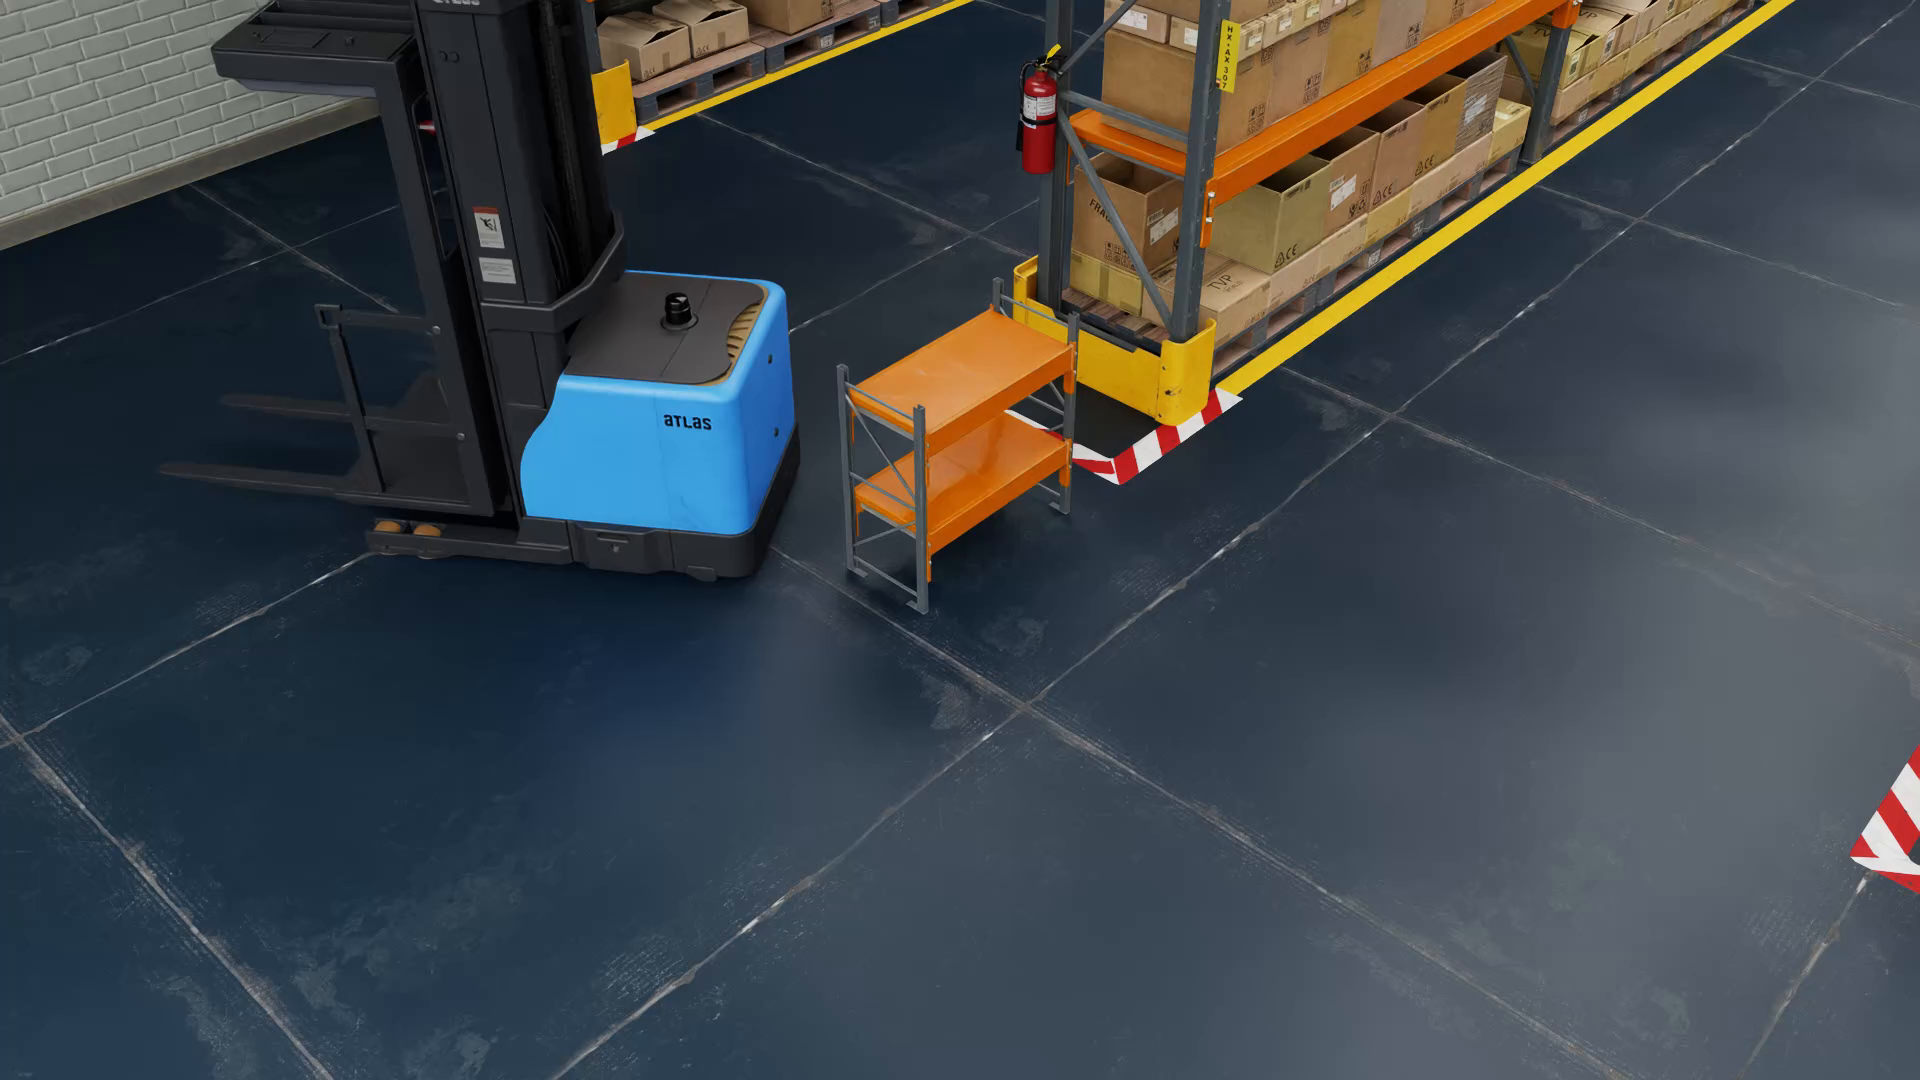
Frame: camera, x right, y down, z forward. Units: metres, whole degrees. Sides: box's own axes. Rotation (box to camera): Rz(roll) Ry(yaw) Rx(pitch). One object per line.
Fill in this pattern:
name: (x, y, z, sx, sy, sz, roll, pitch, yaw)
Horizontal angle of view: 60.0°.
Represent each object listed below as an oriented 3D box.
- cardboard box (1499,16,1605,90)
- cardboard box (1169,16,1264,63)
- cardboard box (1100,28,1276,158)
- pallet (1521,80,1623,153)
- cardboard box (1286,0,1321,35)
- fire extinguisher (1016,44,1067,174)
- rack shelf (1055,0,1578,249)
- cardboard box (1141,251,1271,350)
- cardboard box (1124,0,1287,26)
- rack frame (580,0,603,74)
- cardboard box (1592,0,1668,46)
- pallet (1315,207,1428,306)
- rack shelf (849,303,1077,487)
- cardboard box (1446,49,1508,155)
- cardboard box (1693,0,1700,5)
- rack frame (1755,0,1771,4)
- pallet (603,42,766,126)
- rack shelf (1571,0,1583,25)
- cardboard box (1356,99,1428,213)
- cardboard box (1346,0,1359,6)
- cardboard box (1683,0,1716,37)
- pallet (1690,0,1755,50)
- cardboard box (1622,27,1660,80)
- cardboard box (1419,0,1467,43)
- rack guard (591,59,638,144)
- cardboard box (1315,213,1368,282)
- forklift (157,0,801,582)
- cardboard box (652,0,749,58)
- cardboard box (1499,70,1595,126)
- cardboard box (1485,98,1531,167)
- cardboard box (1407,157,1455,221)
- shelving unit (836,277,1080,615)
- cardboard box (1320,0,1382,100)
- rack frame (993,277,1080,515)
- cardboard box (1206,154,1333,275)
cardboard box: (3.991, -3.325, 11.227, 0.500, 0.311, 0.500, 30, 47, 32)
cardboard box: (1.254, -2.478, 8.138, 0.380, 0.149, 0.250, 29, 47, 32)
cardboard box: (1.155, -2.343, 8.490, 0.700, 0.500, 0.500, 30, 47, 32)
pallet: (3.997, -3.196, 11.883, 1.003, 0.211, 1.213, 30, 47, 32)
cardboard box: (1.599, -2.714, 8.435, 0.380, 0.149, 0.250, 30, 47, 32)
fire extinguisher: (0.408, -2.205, 8.459, 0.296, 0.674, 0.183, 30, 47, 32)
rack shelf: (2.180, -2.732, 9.637, 1.077, 0.370, 4.000, 30, 47, 32)
cardboard box: (1.356, -1.336, 9.175, 0.500, 0.250, 0.500, 30, 47, 32)
cardboard box: (1.190, -2.875, 8.117, 0.700, 0.500, 0.500, 30, 47, 32)
rack frame: (-2.829, -4.173, 10.872, 1.000, 3.000, 0.127, 30, 47, 32)
cardboard box: (4.681, -3.792, 11.813, 0.500, 0.311, 0.500, 28, 46, 31)
pallet: (2.138, -1.930, 10.291, 1.003, 0.211, 1.213, 30, 47, 32)
rack shelf: (0.005, -0.672, 7.505, 0.538, 0.278, 1.000, 30, 47, 32)
cardboard box: (3.031, -2.785, 10.395, 0.500, 0.500, 0.500, 30, 47, 32)
cardboard box: (5.367, -4.262, 12.404, 0.500, 0.311, 0.500, 29, 47, 32)
rack frame: (6.227, -5.770, 12.880, 1.000, 3.000, 0.127, 30, 47, 32)
pallet: (-2.203, -3.475, 12.234, 1.003, 0.211, 1.213, 30, 47, 32)
rack shelf: (4.878, -4.570, 11.948, 1.077, 0.370, 4.000, 30, 47, 32)
cardboard box: (2.370, -2.318, 9.807, 0.500, 0.500, 0.500, 30, 47, 32)
cardboard box: (1.949, -2.953, 8.735, 0.380, 0.149, 0.250, 28, 46, 31)
cardboard box: (5.366, -4.046, 12.584, 0.500, 0.250, 0.500, 31, 48, 33)
pallet: (5.643, -4.317, 13.293, 1.003, 0.211, 1.213, 30, 47, 32)
cardboard box: (4.677, -3.575, 11.992, 0.500, 0.250, 0.500, 28, 46, 31)
cardboard box: (2.542, -3.291, 9.682, 0.700, 0.500, 0.500, 30, 48, 32)
rack guard: (-2.778, -3.230, 11.694, 1.175, 0.500, 0.348, 30, 47, 32)
cardboard box: (2.028, -1.797, 9.755, 0.500, 0.250, 0.500, 30, 47, 32)
forklift: (-2.370, -1.373, 7.405, 3.031, 2.935, 1.130, 5, 39, 7)
cardboard box: (-1.911, -3.835, 12.253, 0.500, 0.311, 0.500, -30, 47, -32)
cardboard box: (3.984, -3.102, 11.396, 0.500, 0.250, 0.500, 28, 47, 31)
cardboard box: (3.377, -2.716, 10.911, 0.500, 0.250, 0.500, 30, 47, 32)
cardboard box: (2.706, -2.254, 10.330, 0.500, 0.250, 0.500, 30, 47, 32)
shelving unit: (0.005, -0.443, 7.687, 0.538, 1.125, 1.048, 30, 47, 32)
cardboard box: (1.845, -2.812, 9.080, 0.700, 0.500, 0.500, 30, 47, 32)
rack frame: (0.348, -0.677, 7.981, 0.500, 1.125, 0.032, 30, 47, 32)
cardboard box: (1.692, -1.860, 9.232, 0.500, 0.500, 0.500, 30, 47, 32)
